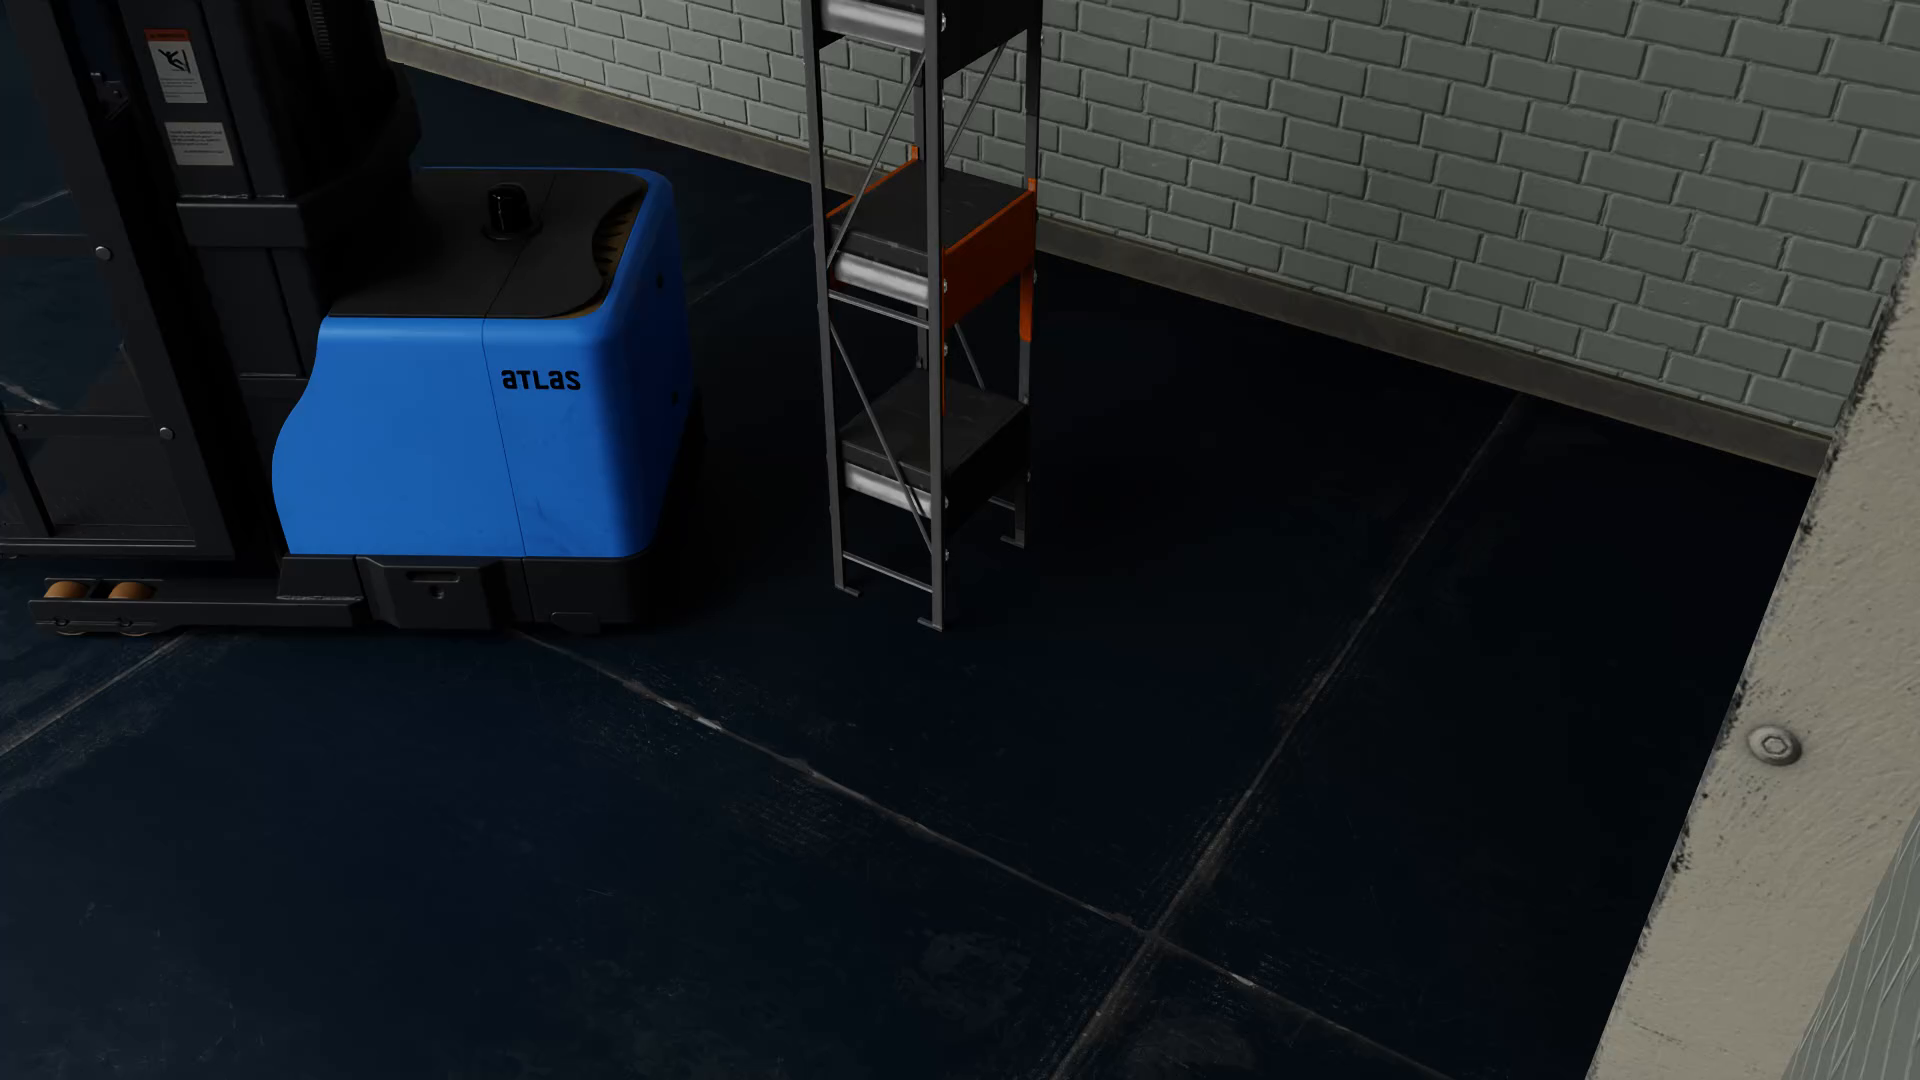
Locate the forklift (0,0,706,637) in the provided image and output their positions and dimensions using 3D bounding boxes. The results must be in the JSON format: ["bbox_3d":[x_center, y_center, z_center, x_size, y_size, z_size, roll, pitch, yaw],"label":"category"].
[{"bbox_3d":[-2.397,-1.191,4.558,3.031,2.935,1.130,1,38,1],"label":"forklift"}]

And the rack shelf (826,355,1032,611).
[{"bbox_3d":[-0.089,-0.181,5.097,0.431,0.518,0.480,21,42,25],"label":"rack shelf"}]

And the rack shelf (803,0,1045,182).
[{"bbox_3d":[-0.089,-1.290,4.243,0.431,0.518,0.480,21,42,25],"label":"rack shelf"}]

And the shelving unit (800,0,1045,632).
[{"bbox_3d":[-0.089,-0.746,4.662,0.431,2.100,0.503,21,42,25],"label":"shelving unit"}]

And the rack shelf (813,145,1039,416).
[{"bbox_3d":[-0.089,-0.735,4.670,0.431,0.518,0.480,21,42,25],"label":"rack shelf"}]

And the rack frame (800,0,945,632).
[{"bbox_3d":[-0.219,-0.620,4.498,0.400,2.100,0.015,21,42,25],"label":"rack frame"}]

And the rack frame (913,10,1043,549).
[{"bbox_3d":[0.042,-0.872,4.825,0.400,2.100,0.015,21,42,25],"label":"rack frame"}]
